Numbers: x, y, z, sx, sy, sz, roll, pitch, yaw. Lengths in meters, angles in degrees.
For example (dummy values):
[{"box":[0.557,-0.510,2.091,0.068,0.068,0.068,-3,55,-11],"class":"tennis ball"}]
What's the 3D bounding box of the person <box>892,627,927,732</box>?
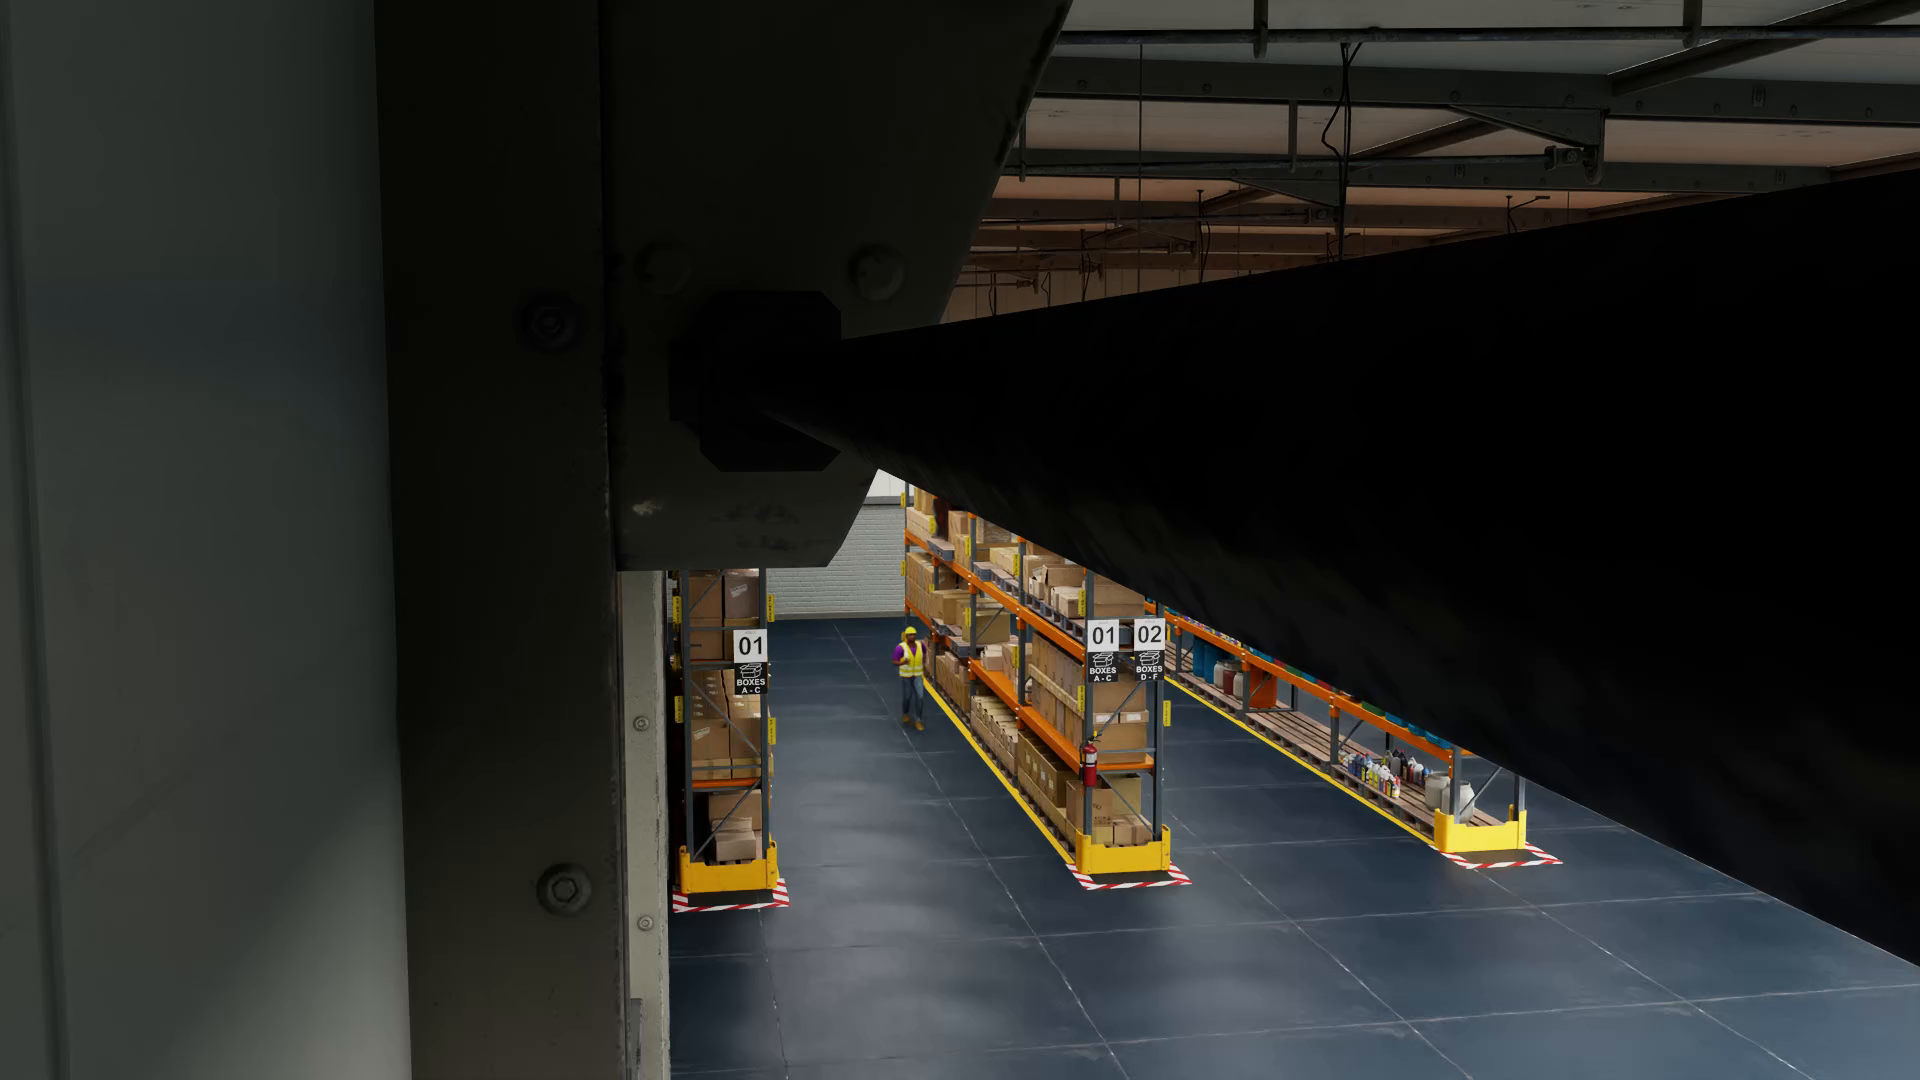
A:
[{"box":[-0.864,2.420,29.194,0.683,1.819,0.775,-2,6,-15],"class":"person"}]
